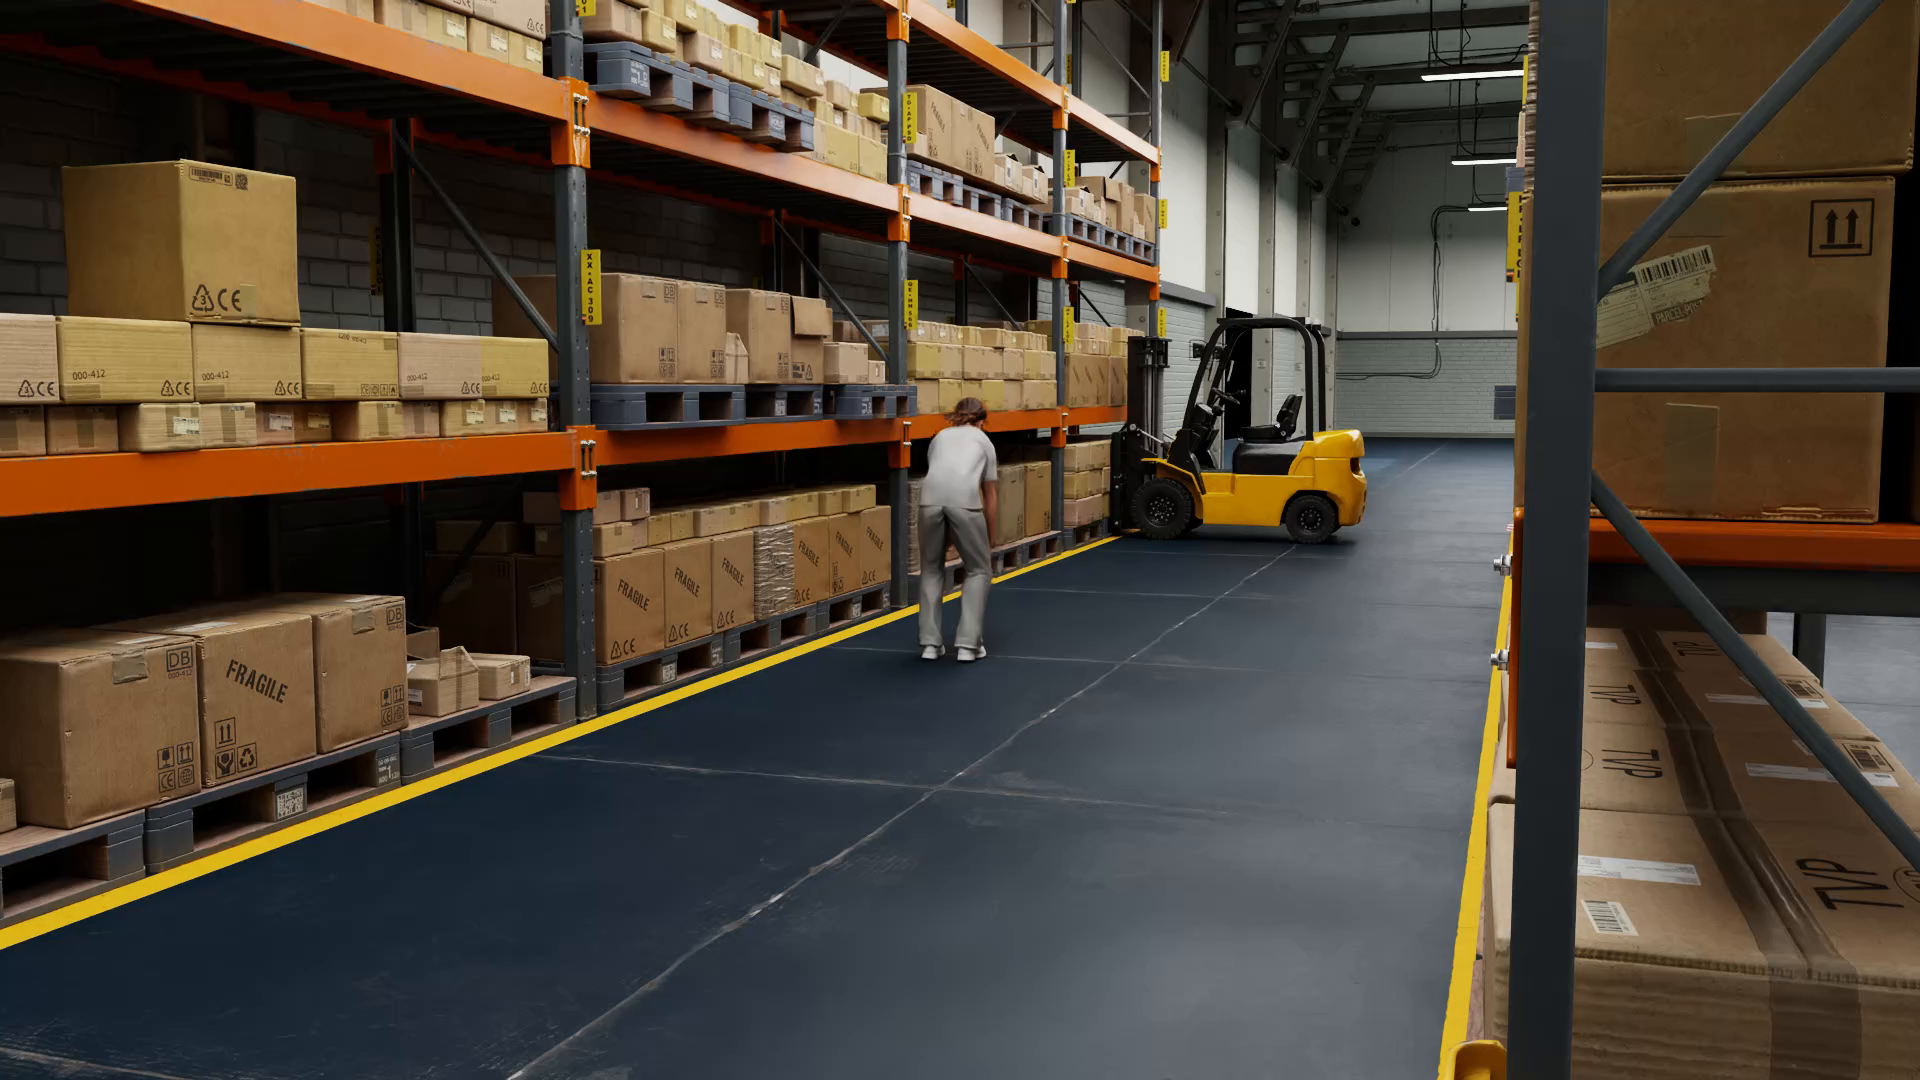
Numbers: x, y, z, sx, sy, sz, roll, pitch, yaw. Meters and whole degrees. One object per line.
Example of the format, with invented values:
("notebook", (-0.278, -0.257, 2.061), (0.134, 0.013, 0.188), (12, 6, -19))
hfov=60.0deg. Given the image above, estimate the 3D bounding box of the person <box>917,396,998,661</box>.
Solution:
("person", (-0.001, -0.077, 9.306), (0.415, 1.446, 0.723), (2, 5, 16))
